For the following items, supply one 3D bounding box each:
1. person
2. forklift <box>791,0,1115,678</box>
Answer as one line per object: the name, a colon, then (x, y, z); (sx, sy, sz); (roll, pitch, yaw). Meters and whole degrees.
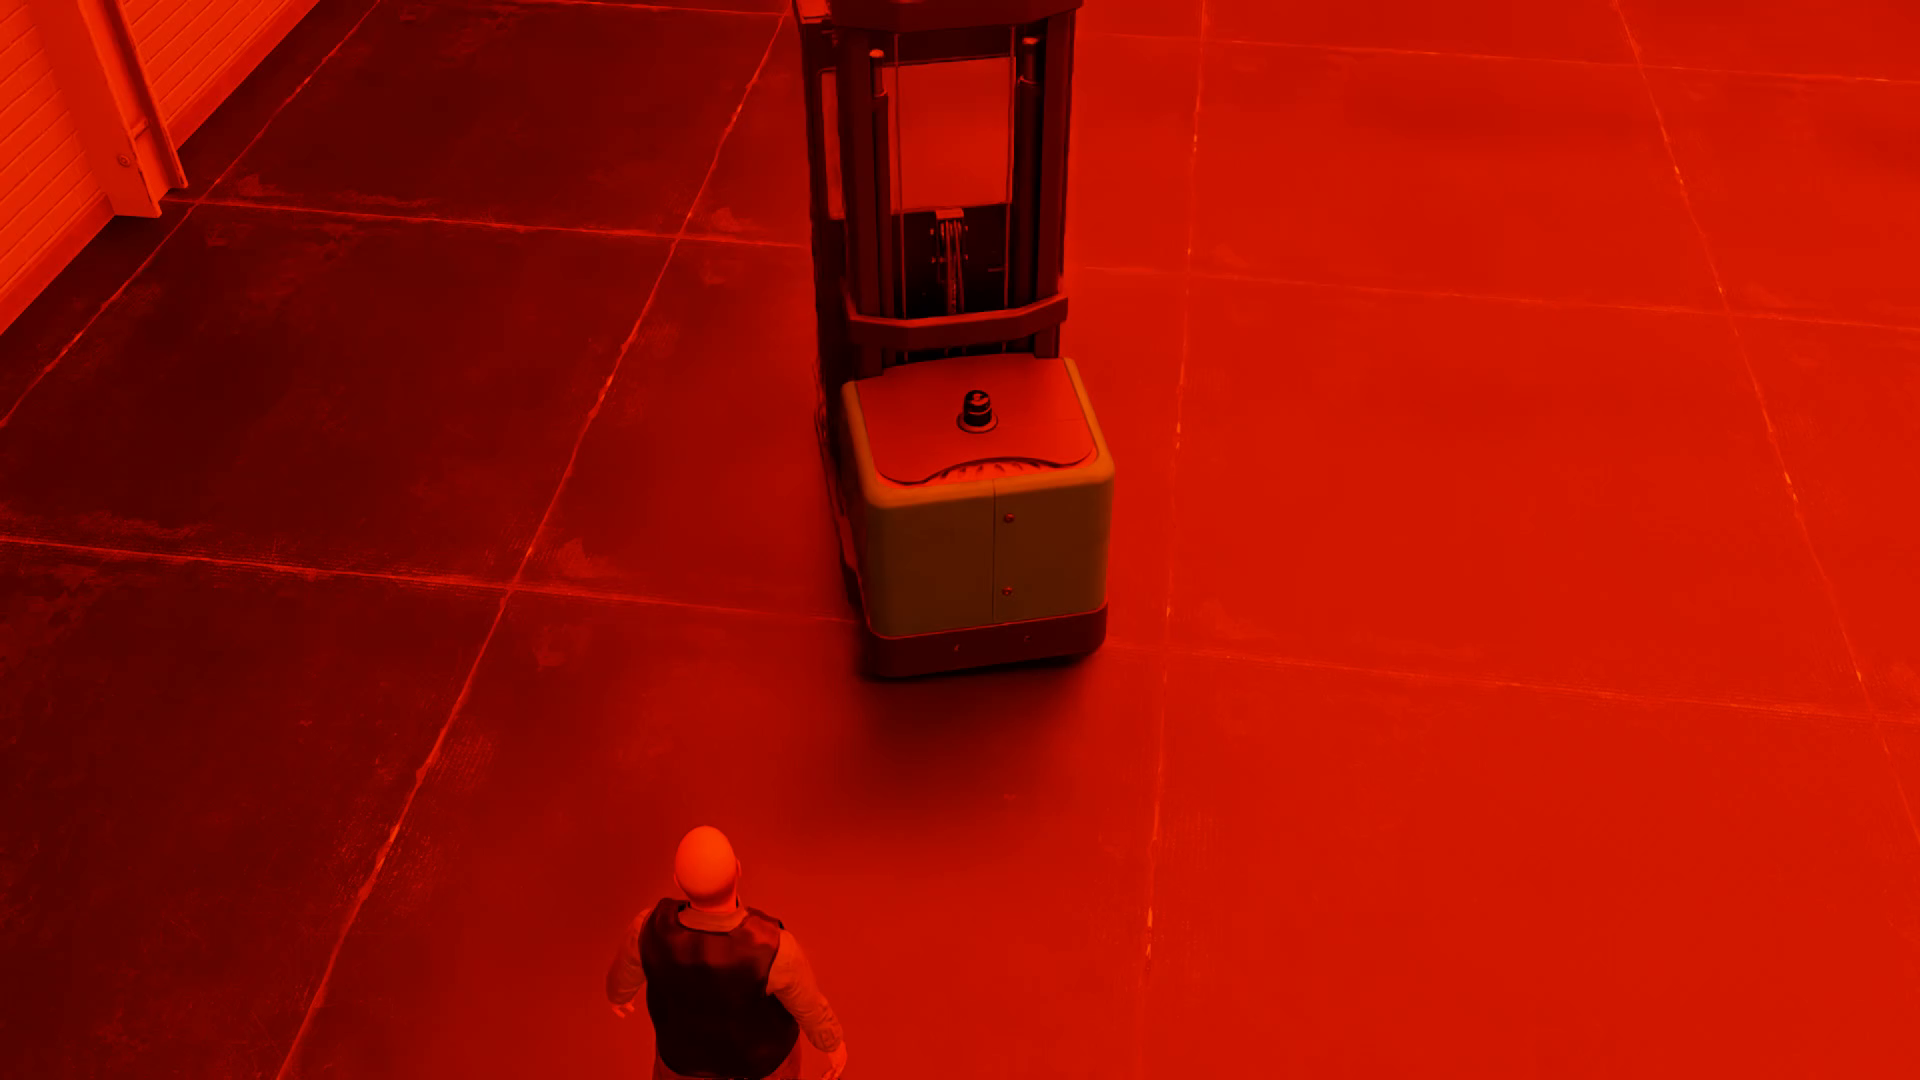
person: (-0.707, 1.458, 5.047); (0.745, 1.701, 0.422); (4, 43, 4)
forklift: (-0.132, -1.494, 7.351); (1.130, 2.935, 3.031); (-7, 43, -8)
